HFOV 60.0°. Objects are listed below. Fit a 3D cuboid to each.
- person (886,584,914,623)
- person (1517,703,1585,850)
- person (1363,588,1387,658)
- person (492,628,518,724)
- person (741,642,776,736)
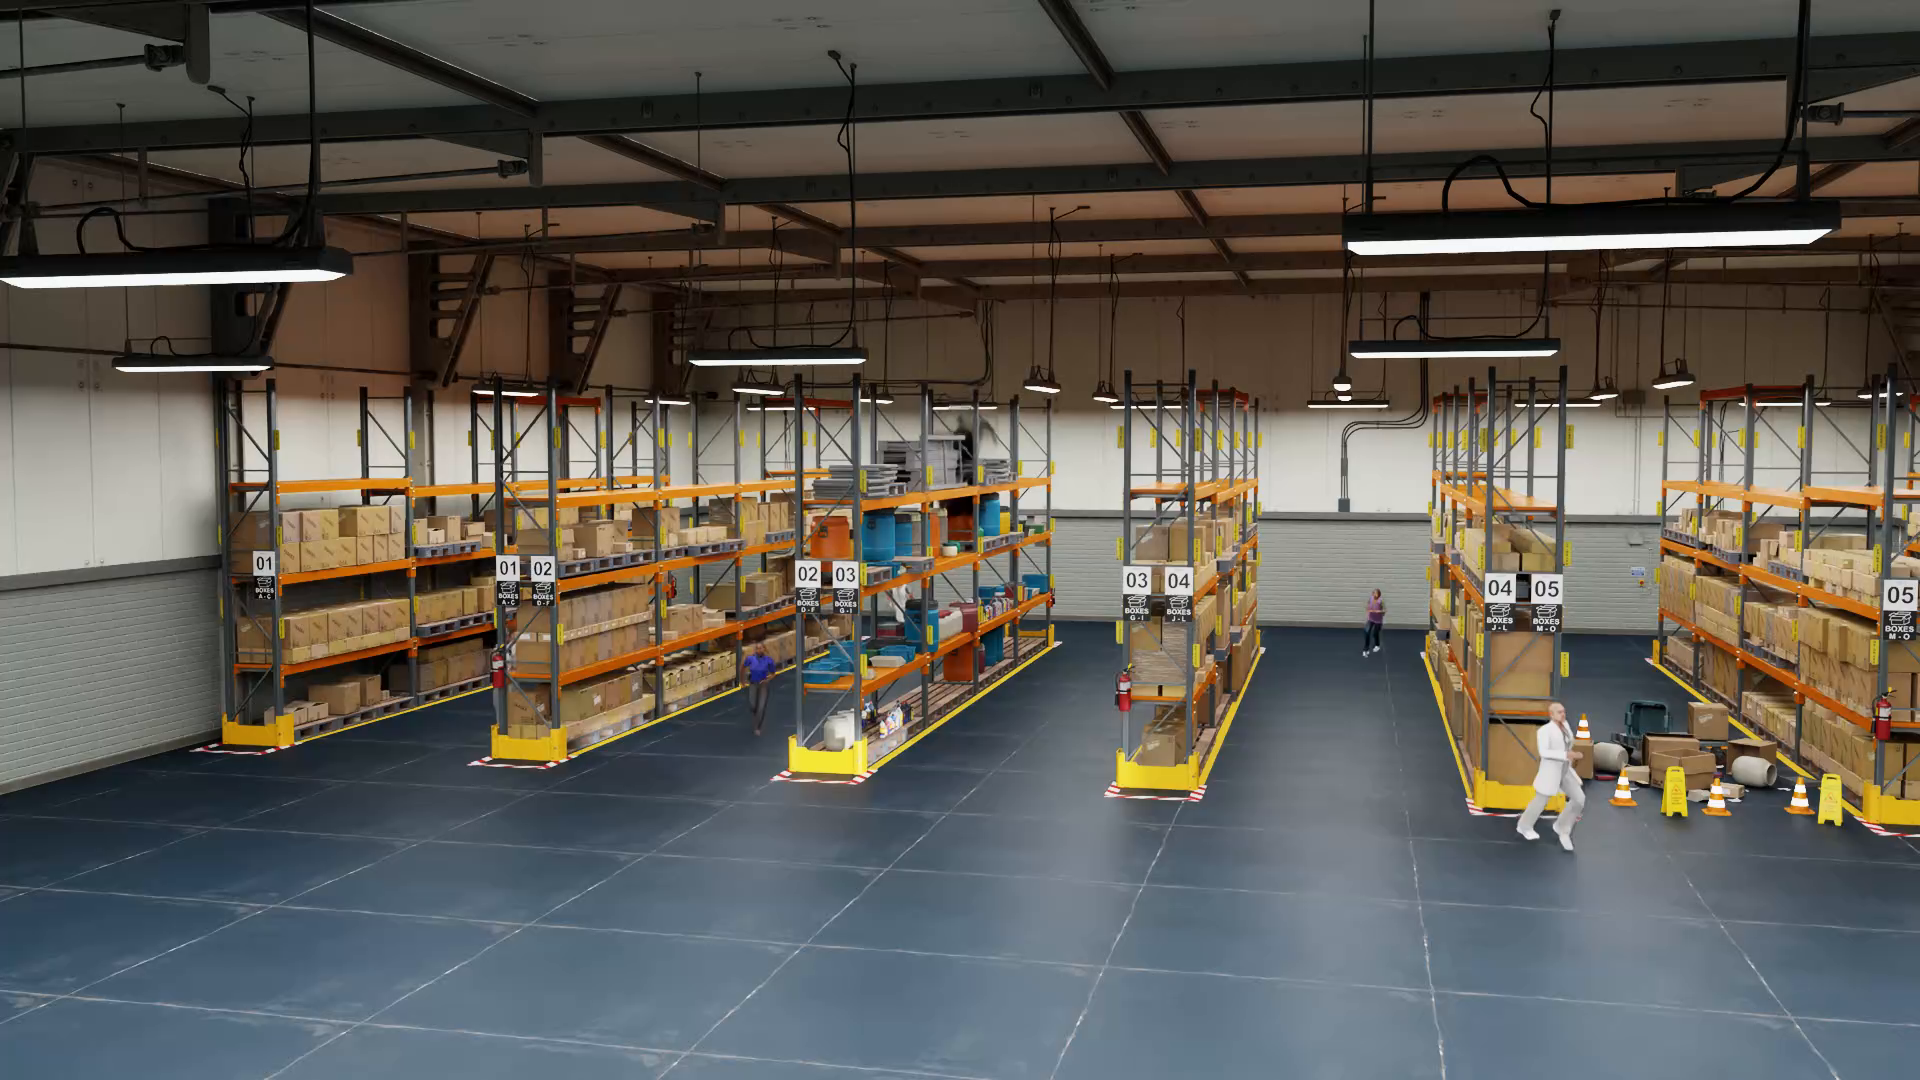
[{"bbox_3d":[-1.462,1.692,40.689,0.660,1.792,0.713,0,3,-7],"label":"person"},{"bbox_3d":[7.330,2.888,20.466,0.731,1.801,0.960,-2,4,-26],"label":"person"},{"bbox_3d":[9.648,1.918,38.539,0.560,1.624,0.838,2,4,32],"label":"person"},{"bbox_3d":[-7.863,2.403,28.858,0.663,1.784,0.895,0,3,8],"label":"person"},{"bbox_3d":[-3.426,2.527,28.201,0.615,1.606,0.642,0,3,-1],"label":"person"}]
